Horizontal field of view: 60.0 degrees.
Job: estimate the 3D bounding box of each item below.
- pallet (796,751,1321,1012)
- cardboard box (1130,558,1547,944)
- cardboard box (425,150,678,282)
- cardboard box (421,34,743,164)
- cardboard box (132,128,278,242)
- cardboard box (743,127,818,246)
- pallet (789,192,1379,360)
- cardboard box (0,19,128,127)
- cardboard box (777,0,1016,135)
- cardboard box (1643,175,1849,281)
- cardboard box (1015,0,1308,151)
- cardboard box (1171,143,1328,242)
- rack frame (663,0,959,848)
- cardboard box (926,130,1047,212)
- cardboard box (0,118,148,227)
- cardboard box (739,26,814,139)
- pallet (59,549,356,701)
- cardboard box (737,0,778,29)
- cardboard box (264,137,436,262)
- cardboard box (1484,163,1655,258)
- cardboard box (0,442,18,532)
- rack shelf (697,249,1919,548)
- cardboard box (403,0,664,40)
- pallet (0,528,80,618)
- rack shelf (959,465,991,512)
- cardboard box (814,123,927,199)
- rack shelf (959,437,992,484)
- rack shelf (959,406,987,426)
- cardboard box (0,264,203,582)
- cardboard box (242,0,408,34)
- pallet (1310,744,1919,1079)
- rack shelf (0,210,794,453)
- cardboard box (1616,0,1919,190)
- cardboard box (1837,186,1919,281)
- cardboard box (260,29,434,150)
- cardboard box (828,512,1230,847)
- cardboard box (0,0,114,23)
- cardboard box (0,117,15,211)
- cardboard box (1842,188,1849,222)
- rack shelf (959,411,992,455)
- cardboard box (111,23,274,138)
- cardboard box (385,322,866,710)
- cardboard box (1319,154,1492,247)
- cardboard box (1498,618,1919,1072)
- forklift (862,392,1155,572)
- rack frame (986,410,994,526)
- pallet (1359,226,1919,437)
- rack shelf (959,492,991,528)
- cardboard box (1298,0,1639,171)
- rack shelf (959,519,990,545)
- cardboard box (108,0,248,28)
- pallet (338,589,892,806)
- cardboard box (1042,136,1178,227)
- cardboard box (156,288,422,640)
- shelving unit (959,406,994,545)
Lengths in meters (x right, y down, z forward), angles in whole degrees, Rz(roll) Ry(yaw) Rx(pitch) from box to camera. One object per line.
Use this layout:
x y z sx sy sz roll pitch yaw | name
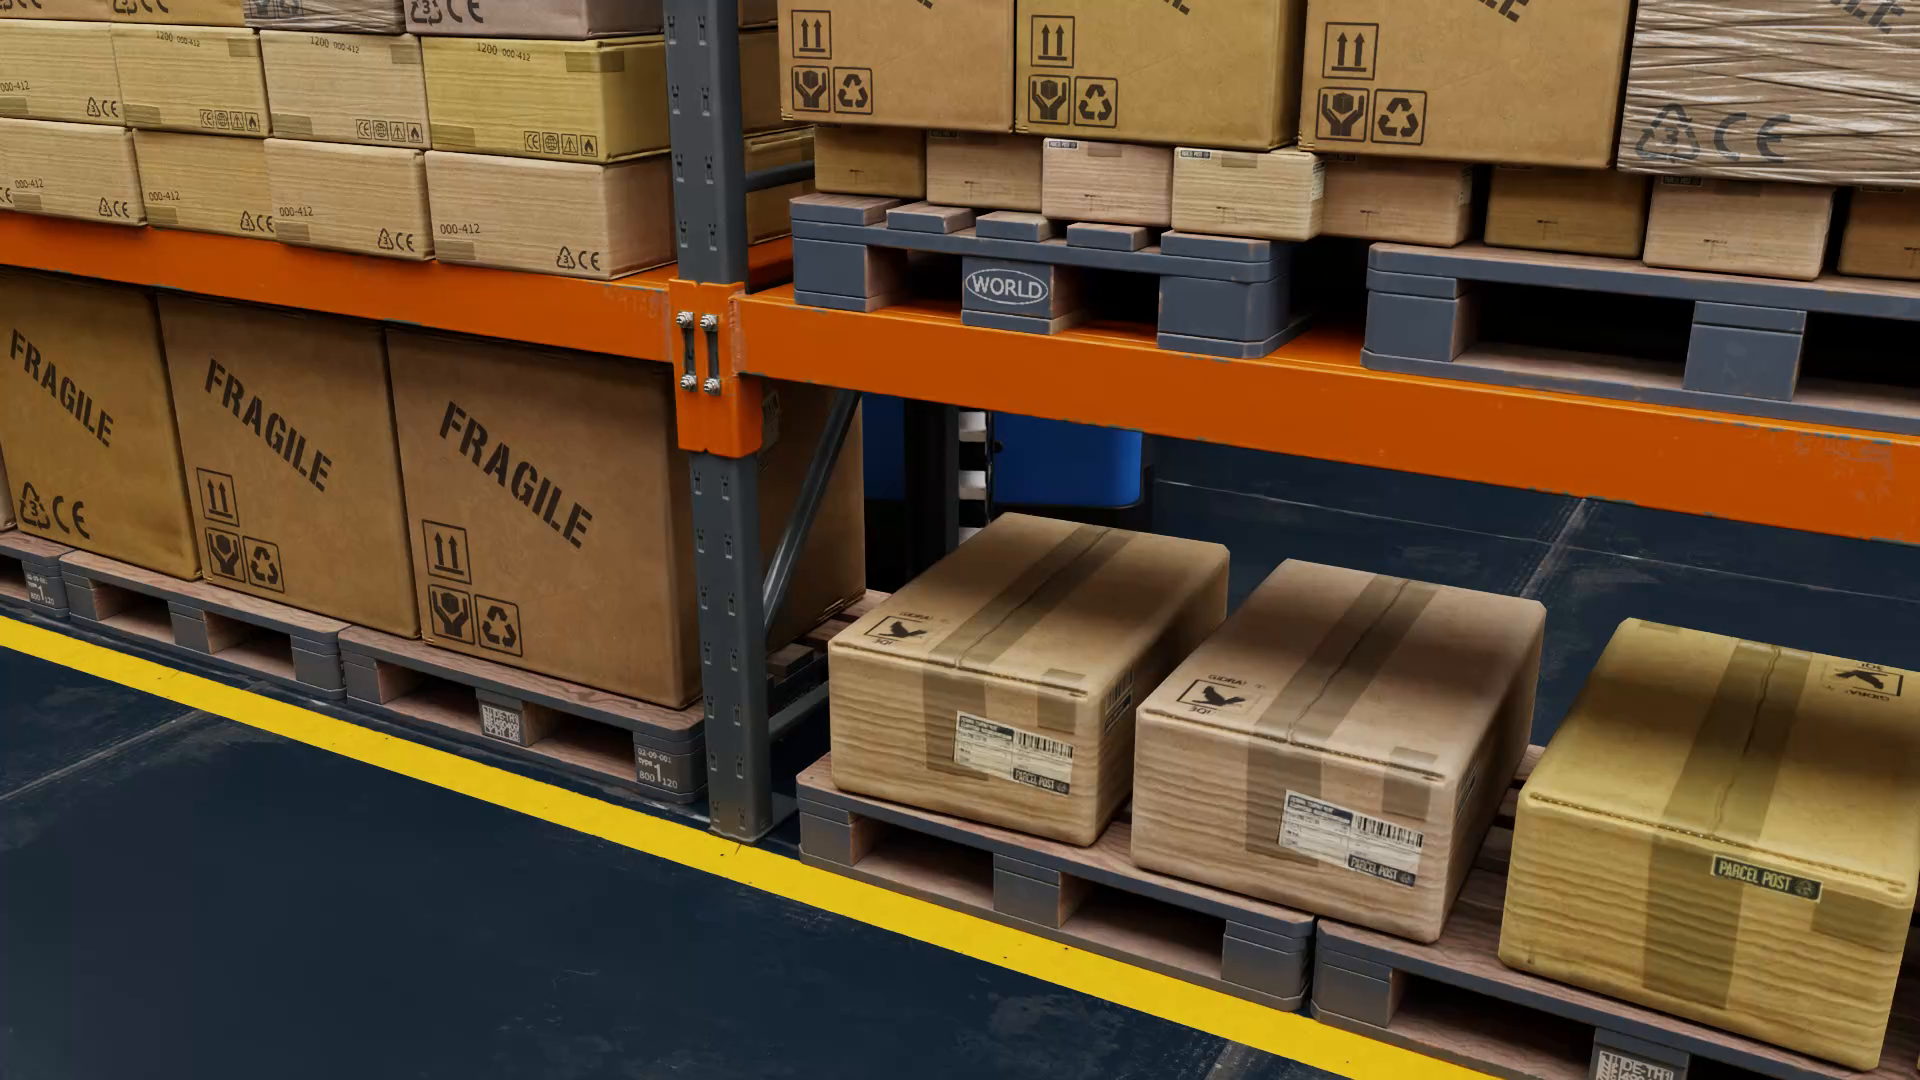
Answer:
0.385 0.591 3.927 1.213 0.211 1.003 11 23 27 | pallet
0.840 0.404 3.589 0.625 0.372 0.950 10 22 26 | cardboard box
-0.865 -0.787 3.856 0.500 0.250 0.500 10 22 25 | cardboard box
-0.843 -1.020 3.765 0.500 0.250 0.500 11 23 27 | cardboard box
-1.750 -0.956 4.321 0.500 0.250 0.500 11 22 27 | cardboard box
-0.601 -0.936 4.268 0.500 0.250 0.500 10 22 26 | cardboard box
0.378 -0.674 3.605 1.003 0.211 1.213 11 23 27 | pallet
-2.203 -1.270 4.453 0.500 0.250 0.500 10 22 26 | cardboard box
-0.016 -1.091 3.276 0.500 0.500 0.500 10 22 26 | cardboard box
1.284 -0.537 2.700 0.250 0.149 0.380 12 23 29 | cardboard box
0.442 -1.007 3.043 0.500 0.500 0.500 12 23 30 | cardboard box
0.574 -0.652 3.017 0.250 0.149 0.380 11 23 28 | cardboard box
-0.296 -0.851 3.811 0.127 3.000 1.000 11 23 27 | rack frame
0.127 -0.764 3.324 0.250 0.149 0.380 9 22 24 | cardboard box
-2.209 -1.032 4.532 0.500 0.250 0.500 10 22 26 | cardboard box
-0.618 -1.173 4.187 0.500 0.250 0.500 11 22 27 | cardboard box
-2.009 0.103 5.270 1.213 0.211 1.003 11 23 27 | pallet
-0.608 -1.523 4.051 0.500 0.500 0.500 10 22 26 | cardboard box
-1.318 -0.867 4.077 0.500 0.250 0.500 11 23 28 | cardboard box
1.088 -0.600 2.874 0.250 0.149 0.380 12 23 29 | cardboard box
-3.208 -0.635 5.717 0.875 0.875 0.875 12 23 29 | cardboard box
1.450 -0.180 3.017 4.000 0.370 1.077 11 23 27 | rack shelf
-0.875 -1.376 3.646 0.500 0.500 0.500 10 22 26 | cardboard box
-3.078 -0.099 5.829 1.213 0.211 1.003 11 23 27 | pallet
-0.010 -0.165 5.096 0.200 0.077 0.258 2 20 5 | rack shelf
-0.103 -0.821 3.481 0.250 0.149 0.380 9 22 24 | cardboard box
-0.010 -0.249 5.065 0.200 0.077 0.258 2 20 5 | rack shelf
-0.010 -0.418 5.004 0.200 0.077 0.258 2 20 5 | rack shelf
-2.416 -0.487 5.310 0.875 0.875 0.875 12 23 29 | cardboard box
-1.327 -1.459 3.875 0.500 0.500 0.500 11 23 28 | cardboard box
1.446 0.794 3.367 1.213 0.211 1.003 11 23 27 | pallet
-2.042 -0.845 4.851 4.000 0.370 1.077 11 23 27 | rack shelf
1.342 -0.835 2.569 0.500 0.500 0.500 10 22 25 | cardboard box
1.548 -0.517 2.643 0.250 0.149 0.380 10 22 25 | cardboard box
-1.293 -1.104 3.997 0.500 0.250 0.500 10 22 26 | cardboard box
0.192 0.284 3.921 0.625 0.372 0.950 9 22 24 | cardboard box
-2.196 -1.630 4.346 0.500 0.500 0.500 10 22 26 | cardboard box
-2.641 -1.118 4.768 0.500 0.250 0.500 11 22 27 | cardboard box
1.743 -0.676 3.082 0.250 0.149 0.380 12 23 29 | cardboard box
-0.010 -0.334 5.034 0.200 0.077 0.258 2 20 5 | rack shelf
-1.750 -1.183 4.215 0.500 0.250 0.500 10 22 26 | cardboard box
-0.859 -0.189 4.487 0.875 0.875 0.875 11 22 27 | cardboard box
0.822 -0.636 2.971 0.250 0.149 0.380 12 23 30 | cardboard box
1.499 0.532 3.237 0.625 0.372 0.950 12 23 29 | cardboard box
0.197 -1.714 6.291 1.130 2.935 3.031 2 20 5 | forklift
0.092 -0.193 5.076 0.006 0.900 0.240 2 20 5 | rack frame
1.452 -0.443 2.970 1.213 0.211 1.003 11 23 27 | pallet
-0.010 -0.080 5.127 0.200 0.077 0.258 2 20 5 | rack shelf
0.909 -0.920 2.805 0.500 0.500 0.500 11 23 28 | cardboard box
-0.010 0.004 5.158 0.200 0.077 0.258 2 20 5 | rack shelf
-1.758 -1.543 4.108 0.500 0.500 0.500 11 23 27 | cardboard box
-0.948 0.307 4.710 1.213 0.211 1.003 11 23 27 | pallet
0.343 -0.704 3.161 0.250 0.149 0.380 9 22 24 | cardboard box
-1.636 -0.338 4.899 0.875 0.875 0.875 11 23 28 | cardboard box
-0.010 -0.196 5.085 0.210 0.900 0.258 2 20 5 | shelving unit
